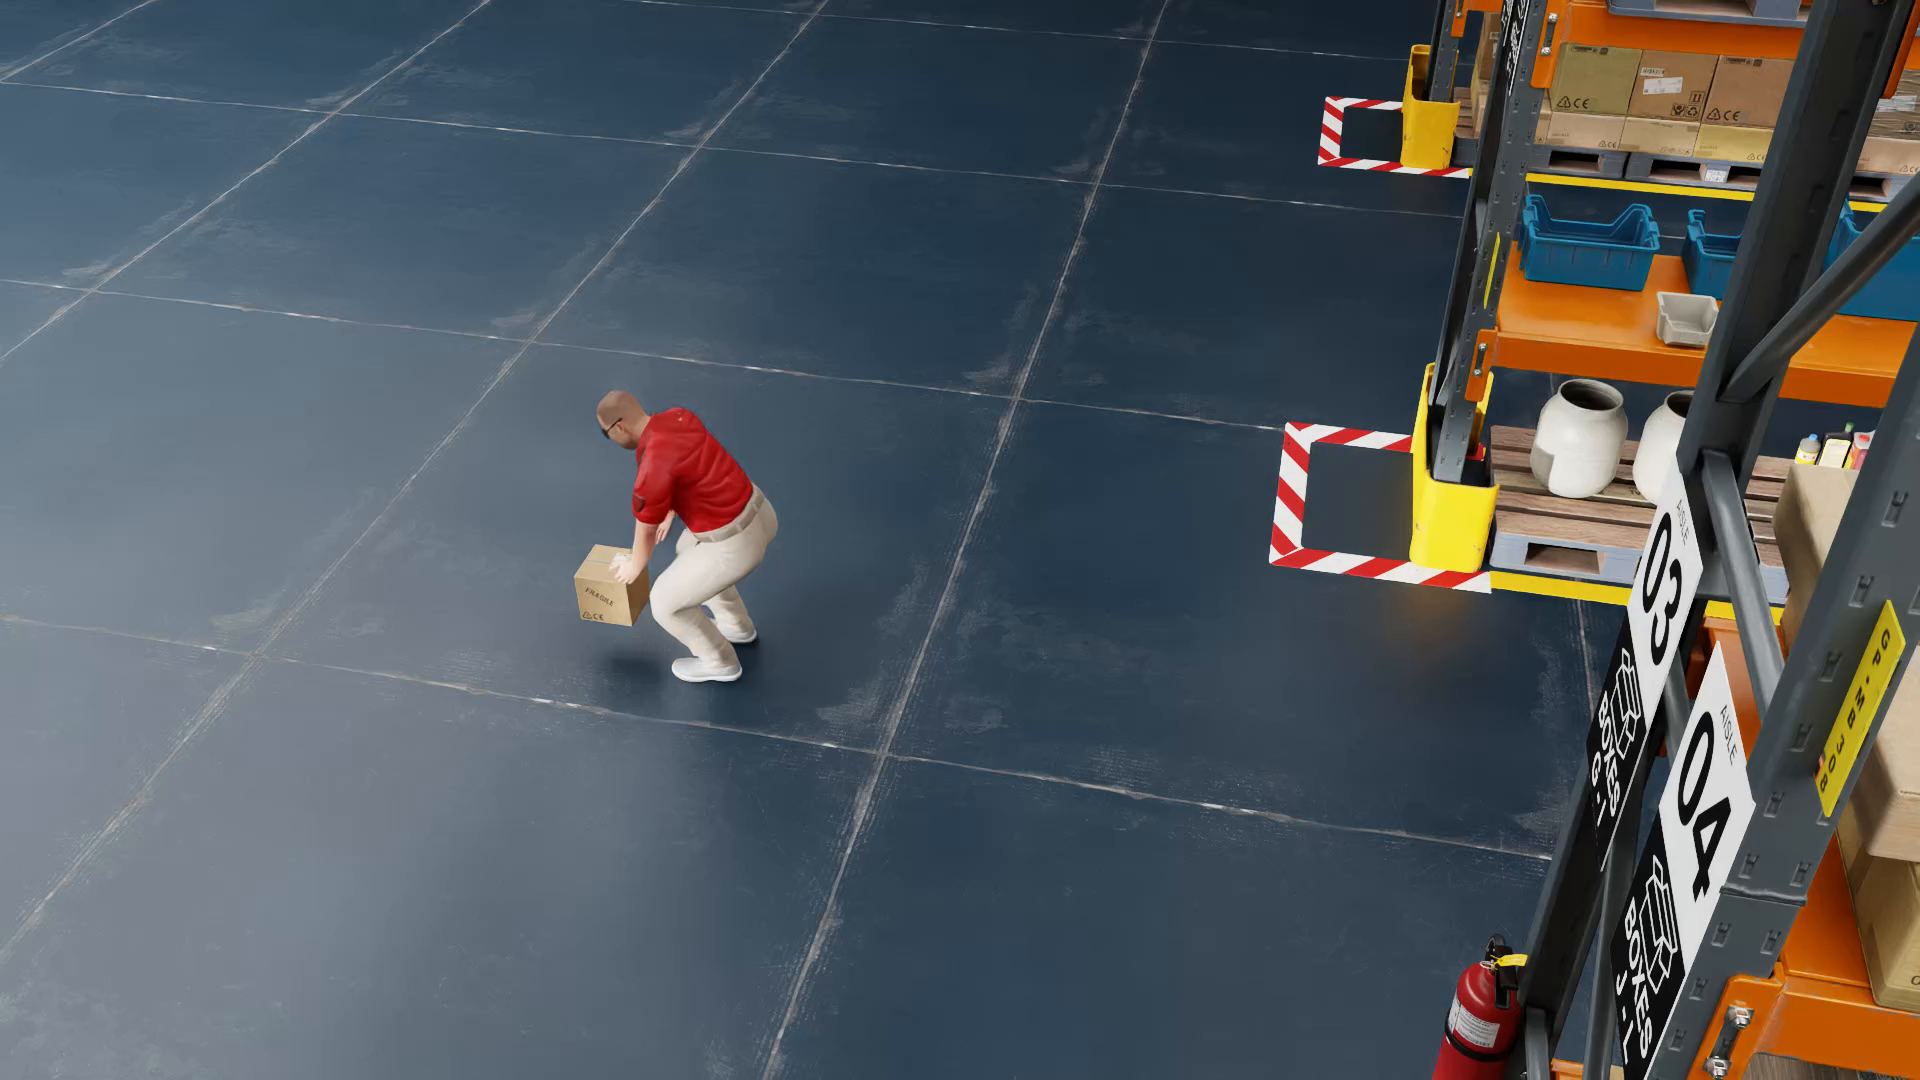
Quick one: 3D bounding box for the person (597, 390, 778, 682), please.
[{"bbox_3d":[-1.172,-0.015,7.276,0.705,1.410,0.590,8,37,10],"label":"person"}]
